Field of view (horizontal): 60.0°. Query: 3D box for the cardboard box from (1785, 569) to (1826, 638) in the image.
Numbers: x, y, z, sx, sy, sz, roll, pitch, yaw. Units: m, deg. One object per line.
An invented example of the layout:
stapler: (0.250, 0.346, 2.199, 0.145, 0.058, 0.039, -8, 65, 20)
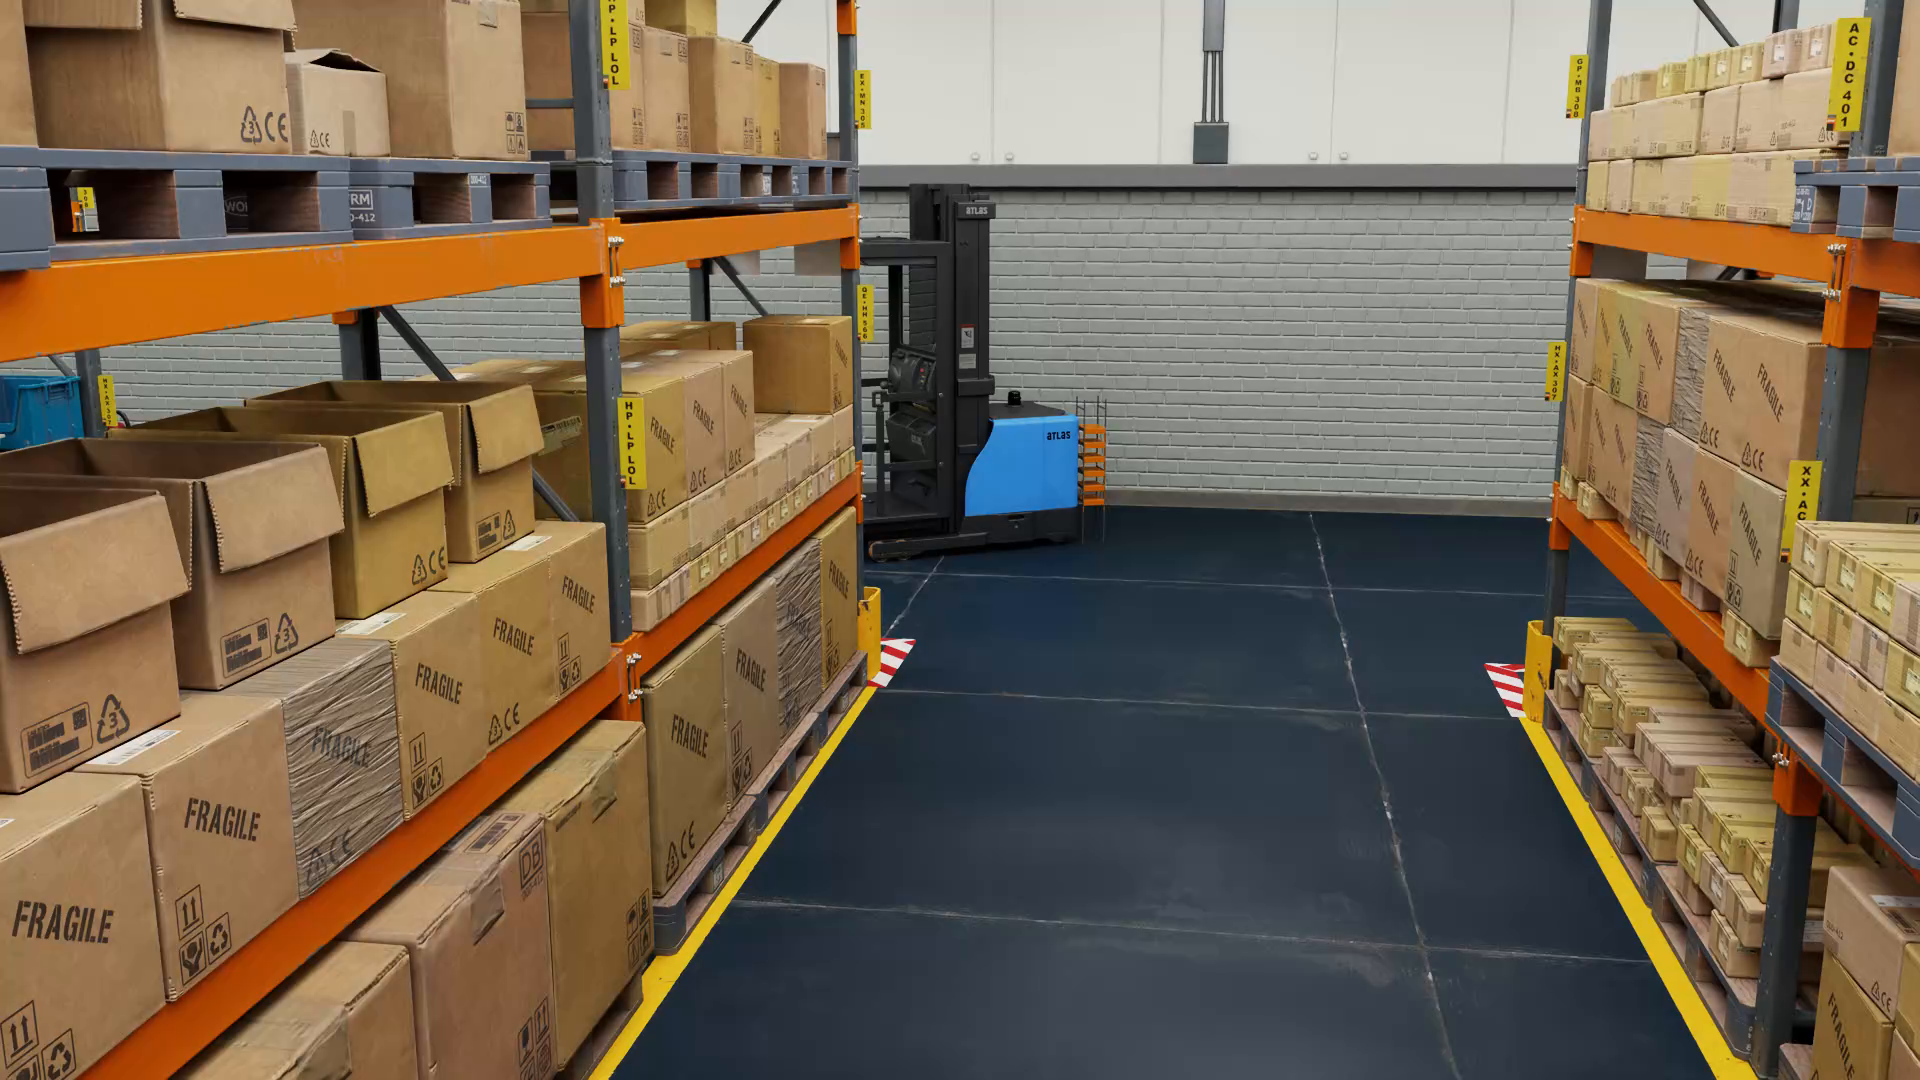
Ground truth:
cardboard box: (2.667, 0.191, 4.879, 0.380, 0.149, 0.250, 2, 12, 10)

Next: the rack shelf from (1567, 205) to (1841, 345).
rack shelf: (3.489, -1.179, 6.931, 1.077, 0.370, 4.000, 2, 12, 9)

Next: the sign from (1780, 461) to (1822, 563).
sign: (2.644, -0.087, 5.222, 0.100, 0.325, 0.005, 2, 12, 9)

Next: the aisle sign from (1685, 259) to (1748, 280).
aisle sign: (4.105, -1.757, 8.854, 0.394, 0.787, 0.004, 2, 12, 9)

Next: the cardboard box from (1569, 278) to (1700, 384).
cardboard box: (3.466, -1.079, 8.562, 0.500, 0.500, 0.500, 2, 12, 8)

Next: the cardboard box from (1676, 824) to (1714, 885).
cardboard box: (2.969, 1.206, 6.341, 0.380, 0.149, 0.250, 1, 12, 7)

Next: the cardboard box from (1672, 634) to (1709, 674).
cardboard box: (3.870, 0.586, 8.513, 0.380, 0.149, 0.250, 2, 12, 10)

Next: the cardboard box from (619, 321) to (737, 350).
cardboard box: (-1.506, -0.906, 8.946, 0.500, 0.500, 0.500, 2, 12, 7)

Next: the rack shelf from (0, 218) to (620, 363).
rack shelf: (-2.011, -0.528, 3.910, 1.077, 0.370, 4.000, 2, 12, 9)

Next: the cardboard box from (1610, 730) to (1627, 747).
cardboard box: (3.317, 1.021, 7.904, 0.380, 0.149, 0.250, 2, 12, 9)

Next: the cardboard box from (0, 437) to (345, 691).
cardboard box: (-1.991, 0.037, 4.084, 0.797, 0.503, 0.637, 2, 12, 10)

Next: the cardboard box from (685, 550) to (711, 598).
cardboard box: (-1.249, 0.133, 6.853, 0.380, 0.149, 0.250, 2, 12, 11)

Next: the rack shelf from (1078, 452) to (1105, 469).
rack shelf: (1.088, -0.666, 13.877, 0.180, 0.103, 0.258, -3, 12, -12)

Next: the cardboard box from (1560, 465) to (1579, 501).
cardboard box: (3.423, -0.301, 8.866, 0.380, 0.149, 0.250, 2, 12, 8)

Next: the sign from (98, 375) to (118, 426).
sign: (-5.437, -0.888, 10.607, 0.100, 0.325, 0.005, 2, 12, 9)

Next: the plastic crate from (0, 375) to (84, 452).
plastic crate: (-5.849, -0.794, 10.329, 0.616, 0.435, 0.499, 2, 12, 9)

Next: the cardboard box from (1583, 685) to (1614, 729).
cardboard box: (3.268, 0.822, 8.123, 0.380, 0.149, 0.250, 2, 12, 10)

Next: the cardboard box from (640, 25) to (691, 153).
cardboard box: (-1.556, -1.876, 6.985, 0.700, 0.500, 0.500, 3, 12, 12)

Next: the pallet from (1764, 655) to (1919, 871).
pallet: (2.920, 0.600, 4.543, 1.003, 0.211, 1.213, 2, 12, 9)

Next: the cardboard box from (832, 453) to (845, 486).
cardboard box: (-0.856, -0.400, 9.328, 0.380, 0.149, 0.250, 2, 12, 9)

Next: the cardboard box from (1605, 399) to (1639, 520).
cardboard box: (3.310, -0.376, 7.677, 0.500, 0.500, 0.500, 2, 12, 9)

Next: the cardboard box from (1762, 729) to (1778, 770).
cardboard box: (3.628, 0.910, 7.008, 0.380, 0.149, 0.250, 1, 12, 6)

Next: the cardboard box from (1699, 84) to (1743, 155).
cardboard box: (3.169, -1.606, 6.375, 0.500, 0.250, 0.500, 2, 12, 11)

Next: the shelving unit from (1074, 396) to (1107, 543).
shelving unit: (1.088, -0.592, 13.892, 0.189, 1.200, 0.258, -3, 12, -12)

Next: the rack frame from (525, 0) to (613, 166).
rack frame: (-1.704, -2.762, 5.450, 1.000, 3.000, 0.127, 2, 12, 9)

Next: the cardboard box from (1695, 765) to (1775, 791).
cardboard box: (3.128, 1.009, 6.549, 0.380, 0.149, 0.250, 2, 12, 11)

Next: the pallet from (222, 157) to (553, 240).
pallet: (-1.796, -1.010, 4.894, 0.805, 0.209, 1.217, 1, 12, 6)

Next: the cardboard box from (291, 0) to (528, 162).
cardboard box: (-1.783, -1.429, 5.150, 0.700, 0.500, 0.500, 2, 12, 10)

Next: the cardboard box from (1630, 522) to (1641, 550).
cardboard box: (3.294, -0.028, 7.598, 0.380, 0.149, 0.250, 2, 12, 8)

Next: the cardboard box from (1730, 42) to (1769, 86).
cardboard box: (3.112, -1.771, 6.196, 0.380, 0.149, 0.250, 1, 12, 6)

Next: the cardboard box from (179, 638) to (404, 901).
cardboard box: (-1.744, 0.544, 4.113, 0.500, 0.500, 0.500, 2, 12, 9)

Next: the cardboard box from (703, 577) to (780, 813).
cardboard box: (-1.385, 0.682, 7.757, 0.875, 0.875, 0.875, 2, 12, 9)

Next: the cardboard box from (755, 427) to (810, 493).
cardboard box: (-1.057, -0.413, 8.441, 0.500, 0.250, 0.500, 1, 12, 7)

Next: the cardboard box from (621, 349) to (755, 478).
cardboard box: (-1.219, -0.570, 7.390, 0.500, 0.500, 0.500, 1, 12, 7)

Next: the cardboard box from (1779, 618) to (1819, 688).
cardboard box: (2.667, 0.337, 4.910, 0.380, 0.149, 0.250, 1, 12, 6)

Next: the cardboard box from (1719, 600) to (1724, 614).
cardboard box: (3.134, 0.246, 6.330, 0.380, 0.149, 0.250, 2, 12, 7)

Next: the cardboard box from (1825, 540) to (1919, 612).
cardboard box: (2.630, 0.104, 4.577, 0.380, 0.149, 0.250, 2, 12, 10)

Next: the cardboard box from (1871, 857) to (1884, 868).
cardboard box: (3.504, 1.274, 6.024, 0.380, 0.149, 0.250, 2, 12, 9)

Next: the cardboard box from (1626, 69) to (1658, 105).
cardboard box: (3.313, -2.096, 7.700, 0.380, 0.149, 0.250, 2, 12, 9)

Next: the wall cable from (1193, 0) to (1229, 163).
wall cable: (3.187, -6.233, 13.919, 2.277, 5.999, 0.120, 2, 12, 9)

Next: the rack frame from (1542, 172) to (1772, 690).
rack frame: (3.797, -0.480, 9.103, 1.000, 3.000, 0.127, 2, 12, 9)

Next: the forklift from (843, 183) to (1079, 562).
forklift: (-0.573, -1.382, 13.448, 3.031, 2.935, 1.130, -5, 13, -22)

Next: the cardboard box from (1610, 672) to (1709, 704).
cardboard box: (3.283, 0.736, 7.814, 0.380, 0.149, 0.250, 2, 12, 11)

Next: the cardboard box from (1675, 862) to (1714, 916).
cardboard box: (3.005, 1.339, 6.429, 0.380, 0.149, 0.250, 1, 12, 7)

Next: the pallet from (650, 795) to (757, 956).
pallet: (-1.509, 1.378, 7.099, 1.003, 0.211, 1.213, 2, 12, 9)

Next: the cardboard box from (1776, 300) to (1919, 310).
cardboard box: (3.745, -0.736, 6.972, 0.500, 0.500, 0.500, 1, 12, 7)

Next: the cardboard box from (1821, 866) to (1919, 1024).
cardboard box: (2.807, 1.148, 4.705, 0.500, 0.250, 0.500, 1, 12, 6)

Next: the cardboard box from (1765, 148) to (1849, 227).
cardboard box: (2.990, -1.152, 5.454, 0.500, 0.250, 0.500, 2, 12, 10)

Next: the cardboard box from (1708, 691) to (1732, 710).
cardboard box: (3.777, 0.842, 8.029, 0.380, 0.149, 0.250, 2, 12, 8)

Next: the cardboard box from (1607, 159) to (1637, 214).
cardboard box: (3.390, -1.679, 7.899, 0.500, 0.250, 0.500, 2, 12, 10)

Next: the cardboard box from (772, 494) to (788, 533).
cardboard box: (-1.053, -0.136, 8.103, 0.380, 0.149, 0.250, 2, 12, 10)

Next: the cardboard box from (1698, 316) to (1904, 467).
cardboard box: (3.061, -0.545, 6.087, 0.500, 0.500, 0.500, 1, 12, 7)
